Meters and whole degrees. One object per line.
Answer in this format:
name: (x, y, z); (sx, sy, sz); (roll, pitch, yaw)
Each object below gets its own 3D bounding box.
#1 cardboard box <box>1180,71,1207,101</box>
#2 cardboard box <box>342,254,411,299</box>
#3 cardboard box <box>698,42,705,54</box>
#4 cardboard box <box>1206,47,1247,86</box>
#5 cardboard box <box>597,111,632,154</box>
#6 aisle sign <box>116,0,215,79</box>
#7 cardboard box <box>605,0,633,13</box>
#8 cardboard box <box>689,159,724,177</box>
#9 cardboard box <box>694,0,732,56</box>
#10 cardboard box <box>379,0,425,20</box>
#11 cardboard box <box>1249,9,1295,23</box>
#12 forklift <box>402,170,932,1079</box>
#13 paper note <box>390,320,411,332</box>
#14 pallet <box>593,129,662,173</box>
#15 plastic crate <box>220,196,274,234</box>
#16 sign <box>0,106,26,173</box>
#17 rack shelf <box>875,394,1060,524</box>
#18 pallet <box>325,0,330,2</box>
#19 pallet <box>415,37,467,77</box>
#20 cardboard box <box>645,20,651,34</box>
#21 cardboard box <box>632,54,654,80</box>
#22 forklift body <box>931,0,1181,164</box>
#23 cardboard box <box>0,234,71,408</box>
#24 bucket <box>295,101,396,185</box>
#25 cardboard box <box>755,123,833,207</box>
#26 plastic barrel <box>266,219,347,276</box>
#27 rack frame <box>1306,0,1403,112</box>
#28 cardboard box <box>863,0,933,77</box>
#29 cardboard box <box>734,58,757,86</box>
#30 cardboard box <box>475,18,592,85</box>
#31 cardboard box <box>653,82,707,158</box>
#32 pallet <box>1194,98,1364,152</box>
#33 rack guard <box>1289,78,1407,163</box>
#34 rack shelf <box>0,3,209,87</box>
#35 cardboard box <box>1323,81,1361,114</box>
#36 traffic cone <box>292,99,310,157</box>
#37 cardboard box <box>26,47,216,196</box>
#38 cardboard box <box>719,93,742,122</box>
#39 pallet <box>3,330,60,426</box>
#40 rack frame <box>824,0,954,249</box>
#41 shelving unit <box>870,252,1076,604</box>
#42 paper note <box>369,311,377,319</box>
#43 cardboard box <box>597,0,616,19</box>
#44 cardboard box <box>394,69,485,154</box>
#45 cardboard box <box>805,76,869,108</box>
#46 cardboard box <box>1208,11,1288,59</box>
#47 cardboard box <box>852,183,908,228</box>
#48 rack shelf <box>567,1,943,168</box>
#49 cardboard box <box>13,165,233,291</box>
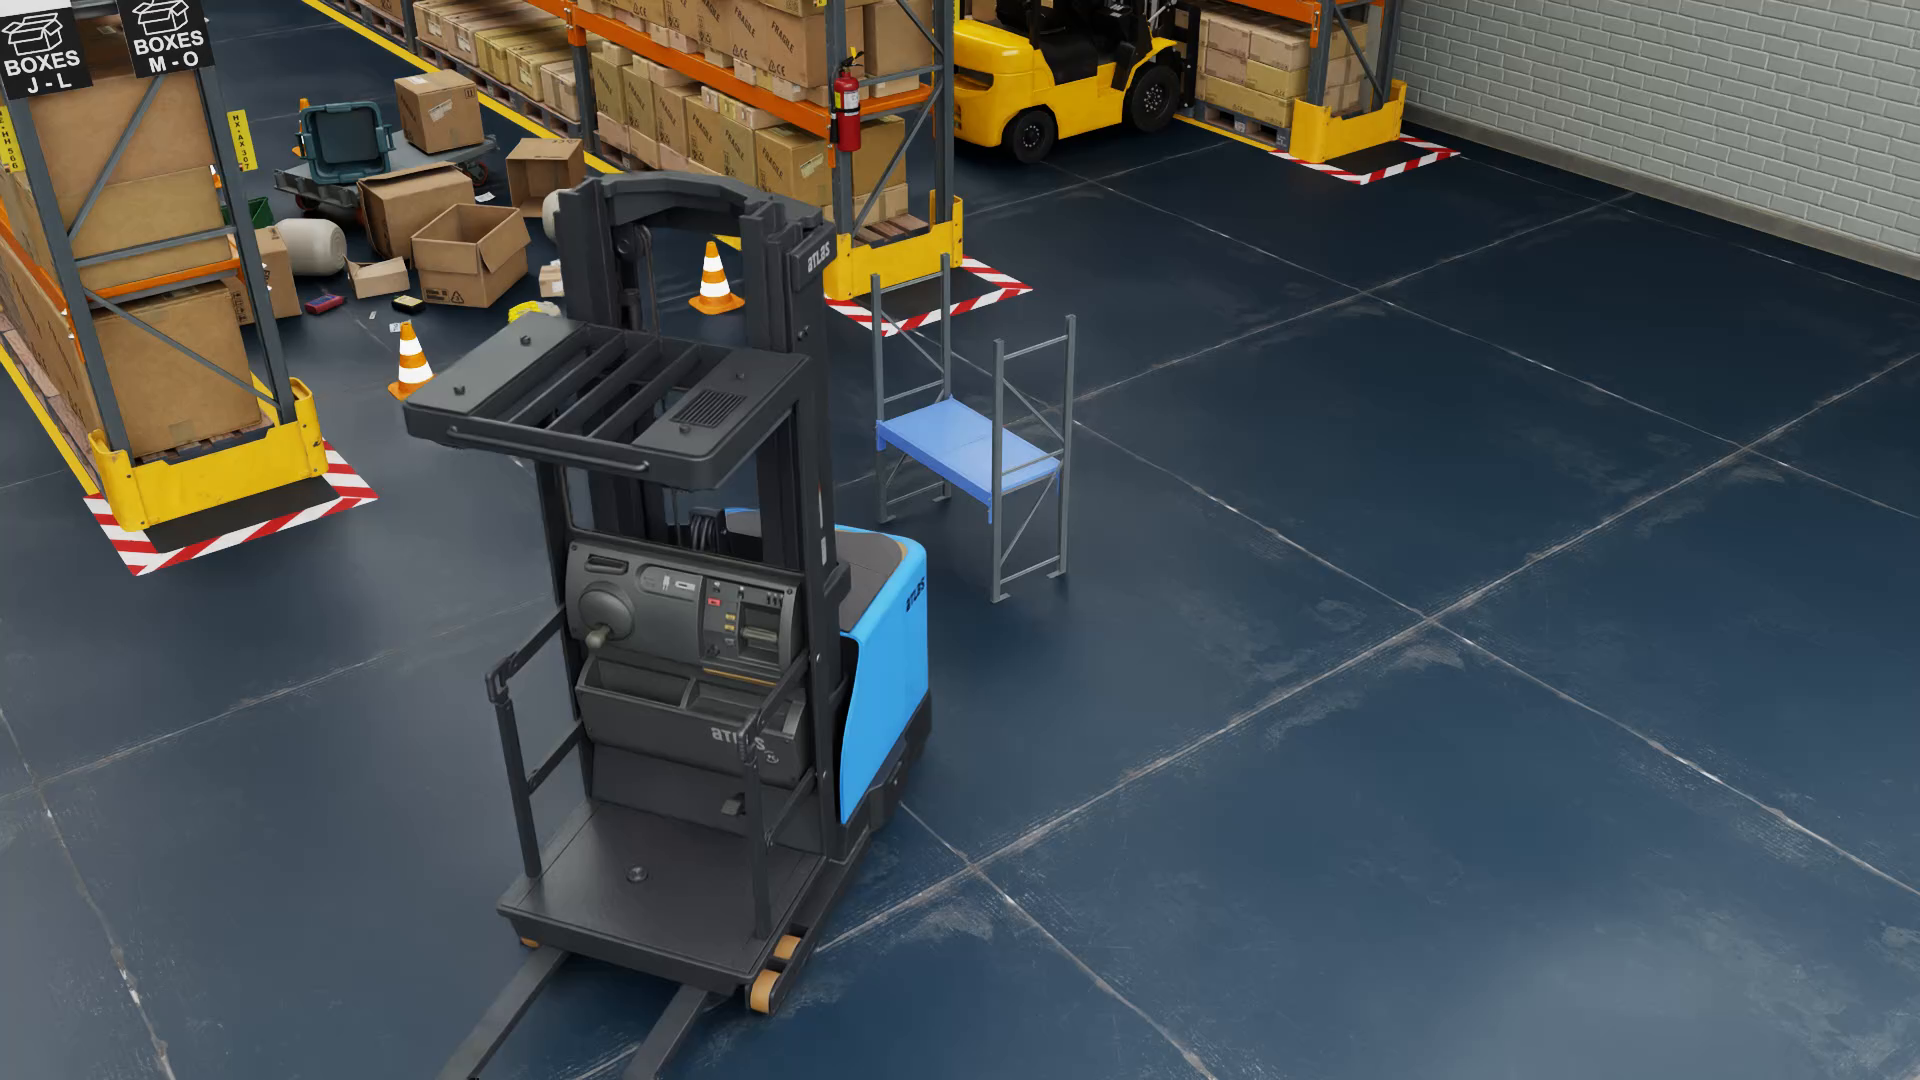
cardboard box: (2.310, -4.353, 15.623); (0.500, 0.250, 0.500); (-22, 38, -31)
cardboard box: (-4.266, -1.961, 12.156); (0.396, 0.266, 0.258); (-16, 35, -23)
cardboard box: (-1.794, -3.843, 12.833); (0.380, 0.149, 0.250); (-22, 38, -31)
cardboard box: (2.601, -4.364, 15.168); (0.500, 0.250, 0.500); (-23, 38, -32)
cardboard box: (-2.778, -3.564, 14.353); (0.500, 0.250, 0.500); (-24, 39, -33)
aisle sign: (-4.041, -2.748, 8.367); (0.394, 0.787, 0.004); (-22, 38, -31)
cardboard box: (-2.551, -4.580, 13.405); (0.500, 0.500, 0.500); (-22, 38, -32)
cardboard box: (-1.818, -2.915, 13.308); (0.500, 0.250, 0.500); (-24, 39, -33)
cardboard box: (-1.631, -3.945, 12.383); (0.500, 0.500, 0.500); (-22, 38, -32)
cardboard box: (-5.737, -6.144, 17.916); (0.875, 0.875, 0.875); (-23, 38, -32)
cardboard box: (2.991, -4.731, 15.284); (0.500, 0.250, 0.500); (-22, 38, -31)
forklift: (-1.105, 0.314, 5.966); (1.130, 2.935, 3.031); (11, 33, 17)
paper note: (-3.917, -1.500, 11.637); (0.144, 0.017, 0.142); (-10, 33, -15)
pallet: (-2.487, -3.434, 14.578); (1.003, 0.211, 1.213); (-22, 38, -31)
plastic crate: (-5.633, -2.424, 12.921); (0.450, 0.188, 0.662); (-13, 33, -1)
sign: (-4.759, -1.999, 8.303); (0.100, 0.325, 0.005); (-22, 38, -31)
rack shelf: (0.052, -0.449, 8.892); (0.538, 0.185, 1.000); (-22, 38, -31)
pallet: (-7.299, -6.739, 19.900); (1.003, 0.211, 1.213); (-22, 38, -31)
pallet: (-4.901, -5.043, 17.170); (1.003, 0.211, 1.213); (-22, 38, -31)
cardboard box: (-2.291, -4.140, 13.311); (0.380, 0.149, 0.250); (-22, 38, -32)
cardboard box: (-2.432, -3.873, 13.525); (0.380, 0.149, 0.250); (-21, 37, -30)
forklift body: (0.841, -4.667, 14.725); (2.313, 2.155, 1.214); (-22, 38, -31)
cardboard box: (-5.331, -1.479, 10.404); (0.875, 0.875, 0.875); (-23, 39, -32)
bucket: (-4.870, -3.187, 13.201); (0.726, 0.611, 0.620); (-10, 23, -15)
cardboard box: (-1.171, -2.798, 12.409); (0.500, 0.500, 0.500); (-22, 38, -31)
plastic barrel: (-4.867, -2.172, 12.346); (0.512, 0.421, 0.421); (1, 32, 2)
rack frame: (3.445, -4.827, 14.179); (1.000, 3.000, 0.127); (-22, 38, -31)
cardboard box: (-0.545, -3.676, 11.948); (0.500, 0.500, 0.500); (-23, 39, -32)
cardboard box: (-1.437, -3.481, 12.249); (0.380, 0.149, 0.250); (-22, 38, -31)
cardboard box: (-4.121, -4.754, 16.154); (0.950, 0.372, 0.625); (-21, 37, -30)
cardboard box: (-2.124, -3.446, 13.453); (0.500, 0.500, 0.500); (-20, 37, -29)
pallet: (2.943, -3.948, 15.406); (1.003, 0.211, 1.213); (-22, 38, -31)
rack guard: (3.460, -3.755, 14.822); (1.175, 0.500, 0.348); (-22, 38, -31)
rack shelf: (-5.548, -3.378, 9.685); (1.077, 0.370, 4.000); (-22, 38, -31)
cardboard box: (3.298, -4.105, 15.225); (0.500, 0.250, 0.500); (-22, 38, -31)
traffic cone: (-5.760, -3.670, 14.721); (0.336, 0.463, 0.334); (-22, 38, -31)
cardboard box: (-4.519, -2.266, 8.889); (0.875, 0.550, 0.550); (-22, 38, -31)
cardboard box: (-1.601, -3.311, 12.620); (0.380, 0.149, 0.250); (-22, 38, -31)
pallet: (-5.618, -1.207, 10.994); (1.003, 0.211, 1.213); (-22, 38, -31)
rack frame: (-0.474, -3.220, 11.591); (1.000, 3.000, 0.127); (-22, 38, -31)
shelving unit: (0.052, -0.602, 8.797); (0.538, 1.500, 1.048); (-22, 38, -31)
paper note: (-4.171, -1.597, 11.813); (0.032, 0.001, 0.123); (-4, 32, -7)
cardboard box: (-2.791, -4.456, 13.820); (0.380, 0.149, 0.250); (-21, 38, -30)
cardboard box: (-4.314, -3.558, 13.787); (0.500, 0.500, 0.500); (-22, 38, -31)
cardboard box: (-0.872, -3.200, 11.797); (0.380, 0.149, 0.250); (-21, 37, -30)
cardboard box: (2.599, -4.564, 15.016); (0.500, 0.250, 0.500); (-22, 38, -31)
cardboard box: (-0.750, -2.656, 12.891); (0.500, 0.250, 0.500); (-23, 38, -32)
rack shelf: (-1.700, -3.748, 13.123); (1.077, 0.370, 4.000); (-22, 38, -31)
cardboard box: (-4.585, -1.780, 9.130); (0.875, 0.550, 0.550); (-22, 38, -31)
